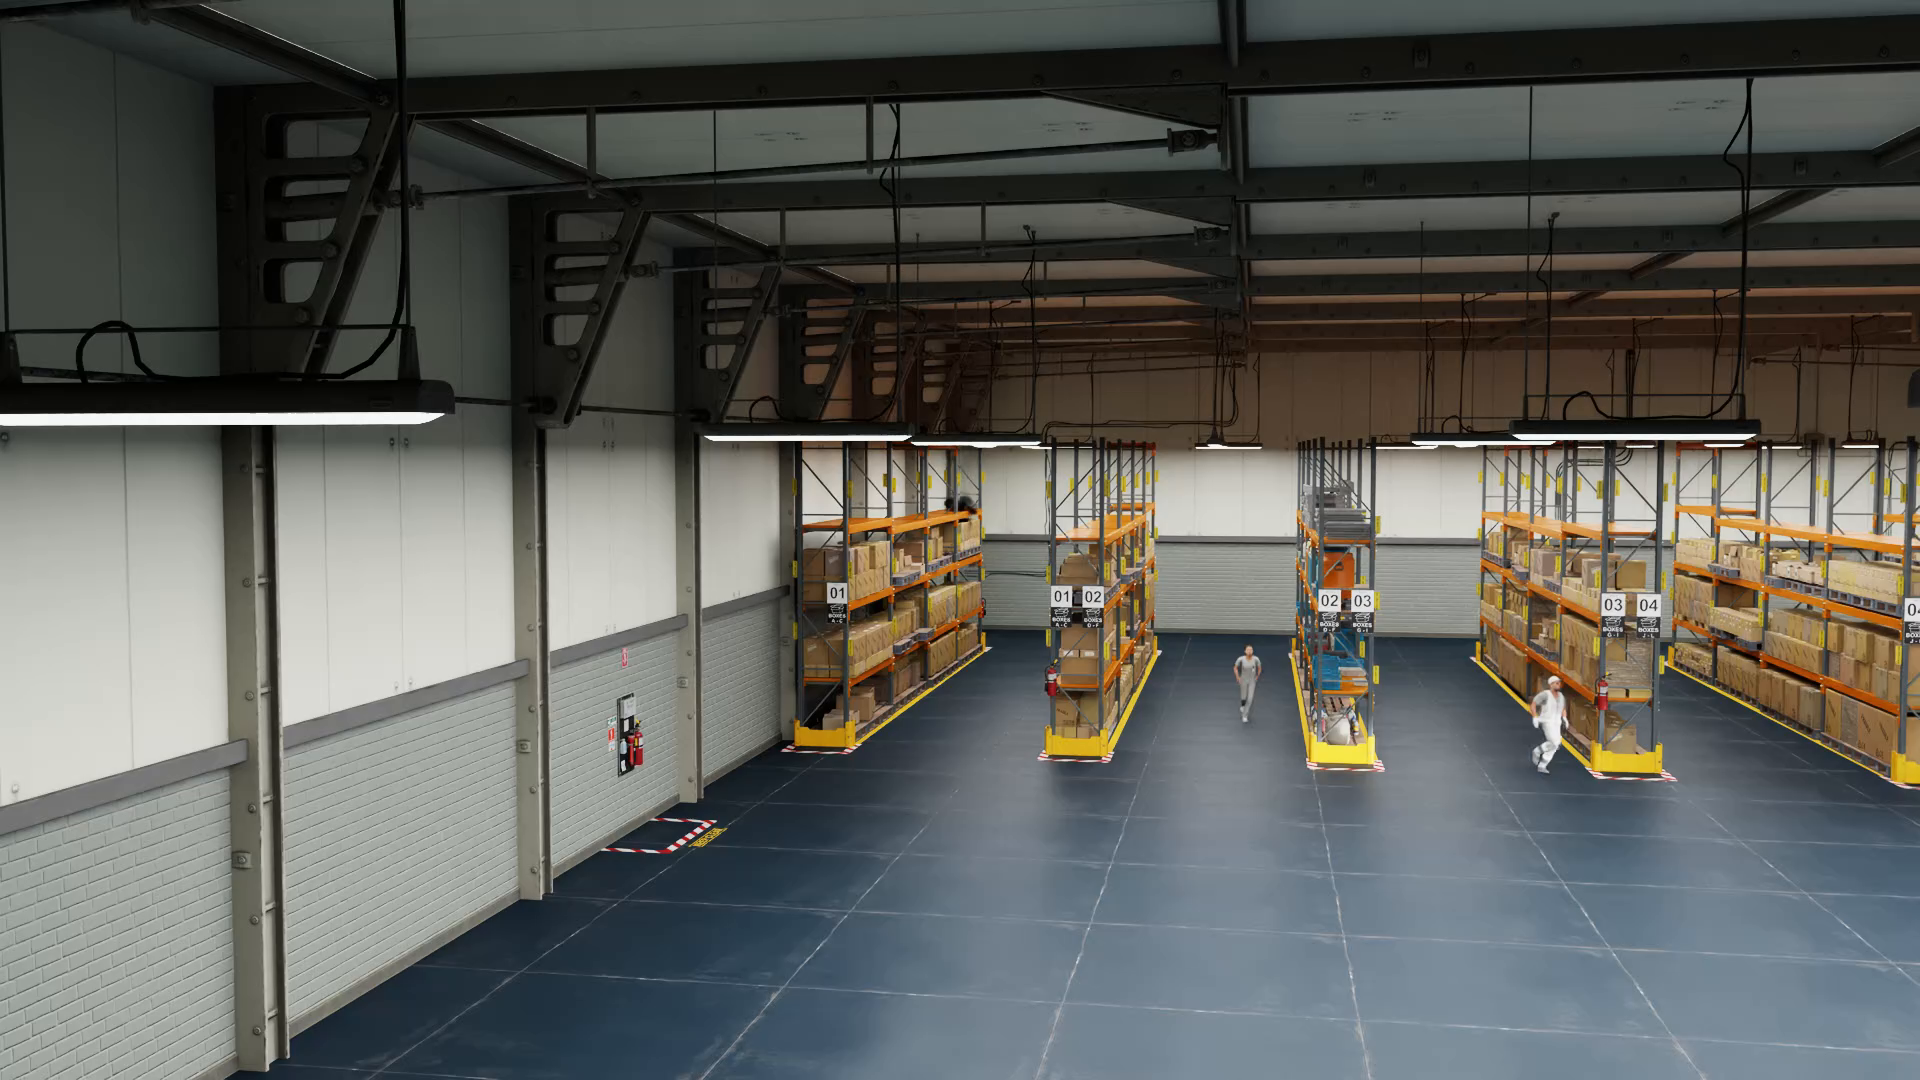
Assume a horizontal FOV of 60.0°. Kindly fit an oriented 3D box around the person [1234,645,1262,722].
[{"bbox_3d":[6.152,3.037,35.524,0.580,1.632,0.568,0,3,3],"label":"person"}]

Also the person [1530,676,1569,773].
[{"bbox_3d":[10.593,3.293,29.699,0.715,1.710,0.537,-1,3,-22],"label":"person"}]
